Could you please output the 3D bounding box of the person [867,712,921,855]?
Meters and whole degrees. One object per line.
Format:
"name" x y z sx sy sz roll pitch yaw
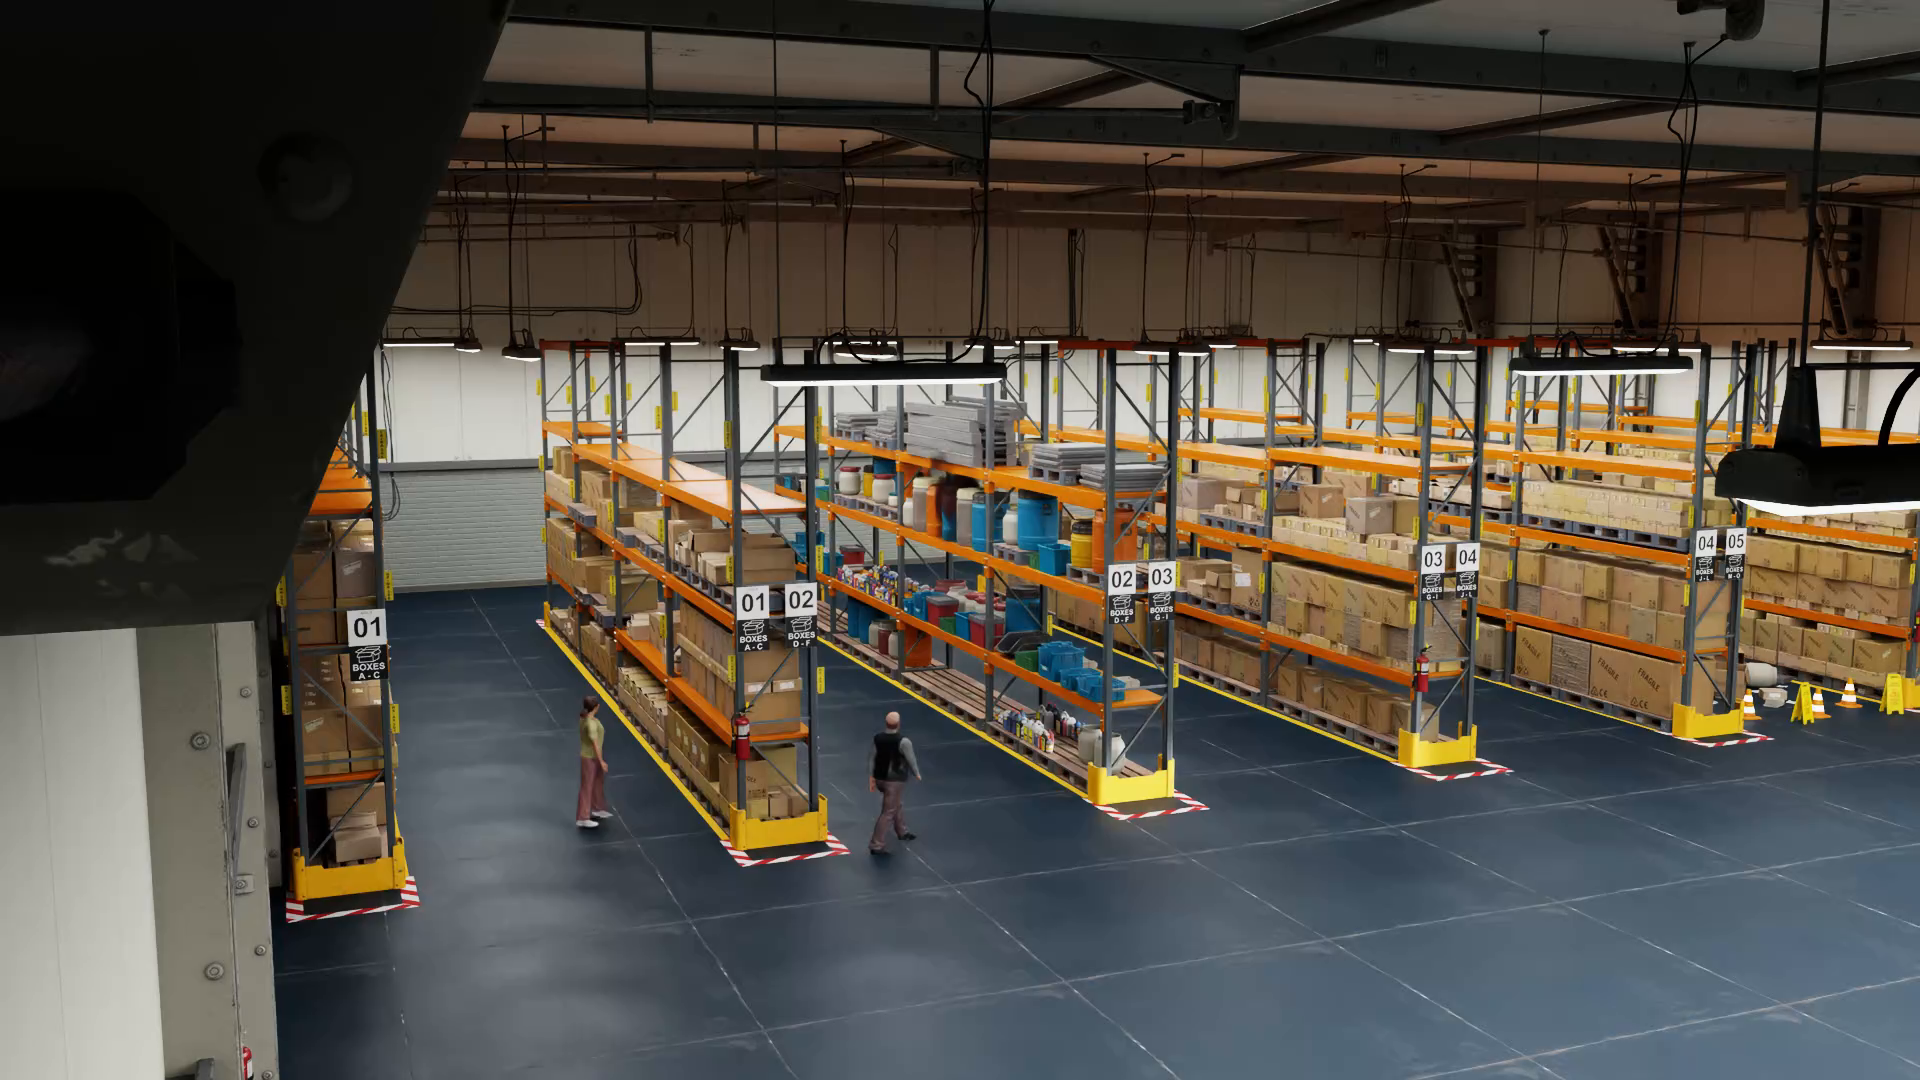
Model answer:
"person" -0.758 2.889 19.977 0.889 1.702 0.505 -6 10 -40

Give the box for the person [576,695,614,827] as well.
"person" -4.652 2.788 21.098 0.482 1.708 0.601 -2 8 -13
